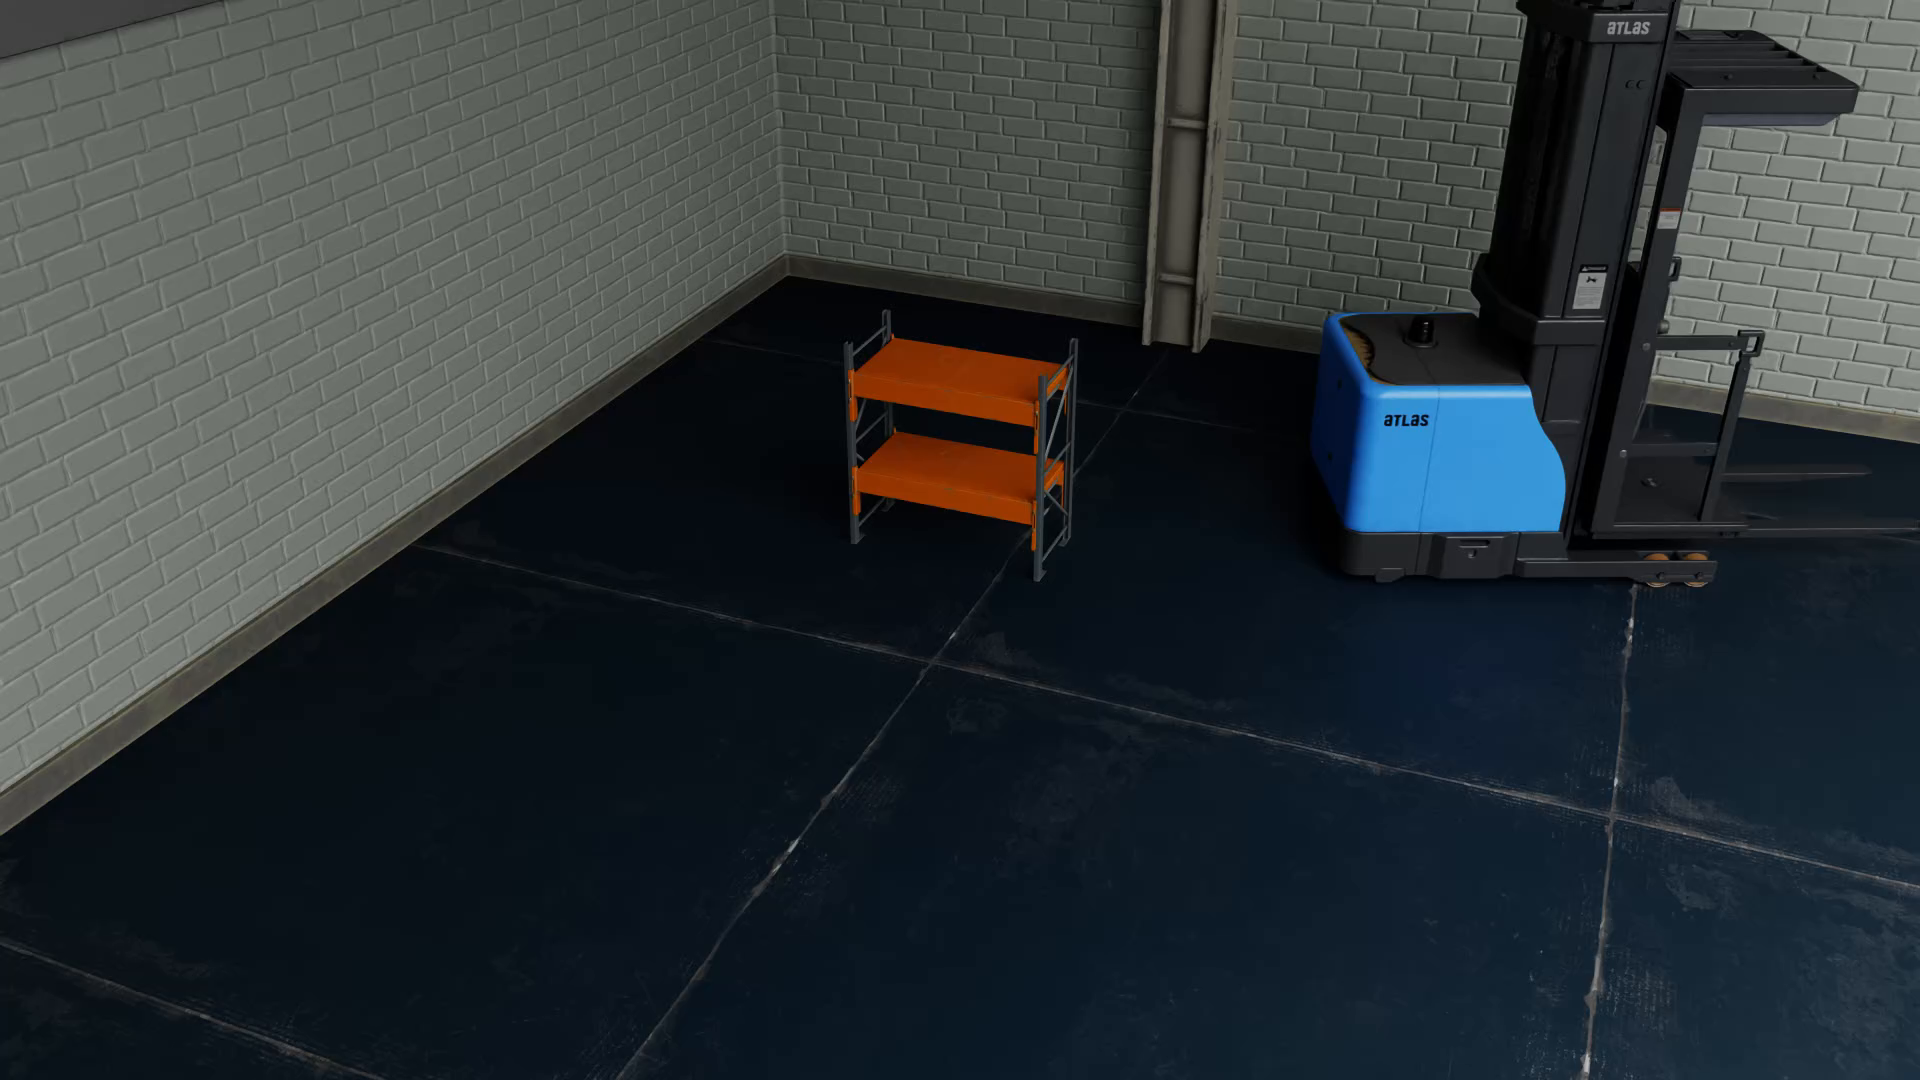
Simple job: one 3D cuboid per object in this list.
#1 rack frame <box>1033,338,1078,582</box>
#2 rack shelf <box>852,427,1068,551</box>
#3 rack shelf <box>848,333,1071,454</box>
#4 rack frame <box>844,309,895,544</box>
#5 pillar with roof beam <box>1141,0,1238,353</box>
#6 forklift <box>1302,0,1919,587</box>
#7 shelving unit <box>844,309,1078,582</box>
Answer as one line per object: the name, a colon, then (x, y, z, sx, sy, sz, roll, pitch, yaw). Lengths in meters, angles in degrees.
rack frame: (0.477, -0.394, 8.305, 0.032, 1.125, 0.500, 11, 31, 19)
rack shelf: (0.006, -0.276, 8.591, 1.000, 0.278, 0.538, 11, 31, 19)
rack shelf: (0.006, -0.743, 8.327, 1.000, 0.278, 0.538, 11, 31, 19)
rack frame: (-0.465, -0.582, 8.637, 0.032, 1.125, 0.500, 11, 31, 19)
pillar with roof beam: (-0.174, -3.290, 5.426, 0.400, 9.000, 9.100, 11, 31, 19)
forklift: (3.397, -1.301, 8.074, 3.031, 2.935, 1.130, 0, 29, -1)
shelving unit: (0.006, -0.488, 8.471, 1.048, 1.125, 0.538, 11, 31, 19)
